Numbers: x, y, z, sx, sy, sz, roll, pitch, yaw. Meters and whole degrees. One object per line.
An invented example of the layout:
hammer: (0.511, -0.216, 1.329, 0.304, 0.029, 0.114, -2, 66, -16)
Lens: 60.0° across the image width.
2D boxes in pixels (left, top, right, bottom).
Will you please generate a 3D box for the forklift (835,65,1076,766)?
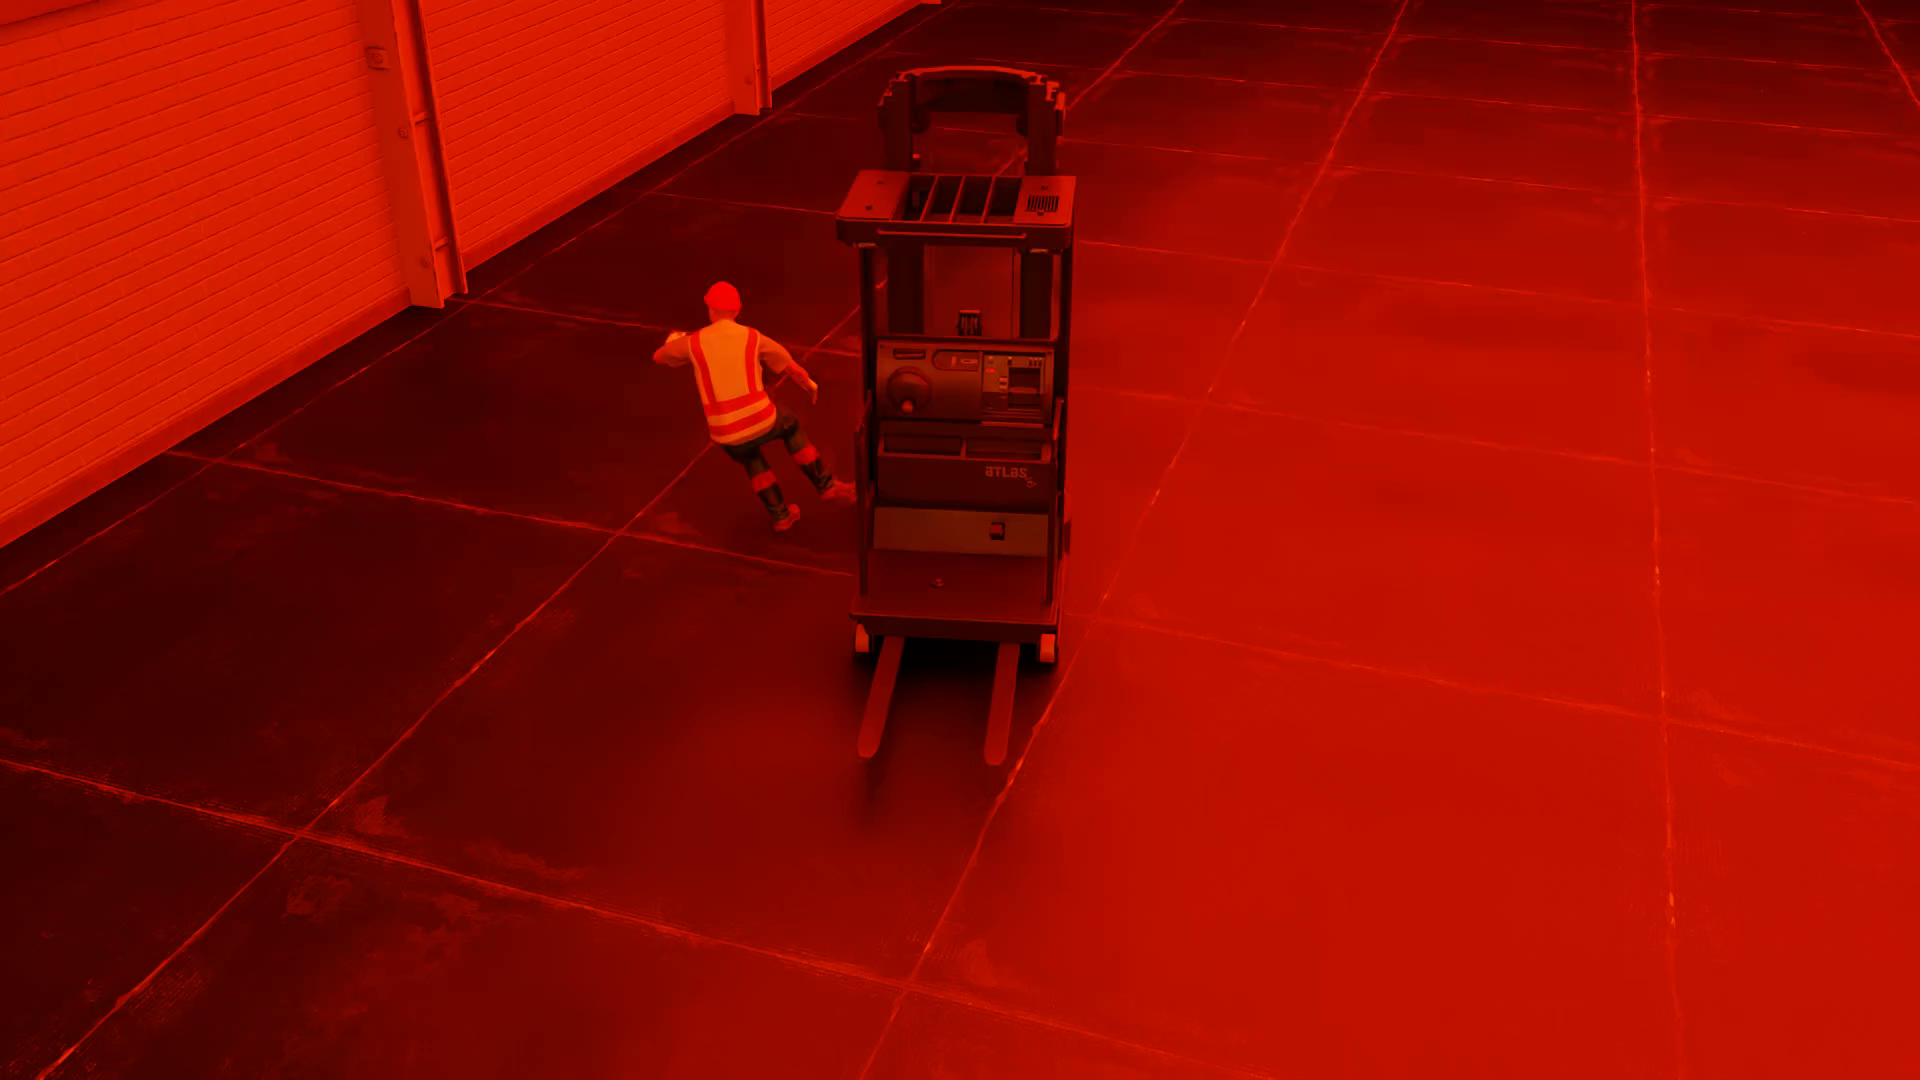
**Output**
forklift: (0.006, -0.785, 8.514, 1.130, 2.935, 3.031, 3, 30, 5)

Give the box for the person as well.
person: (-1.223, -0.851, 10.061, 1.187, 1.525, 0.930, -8, 31, -13)
